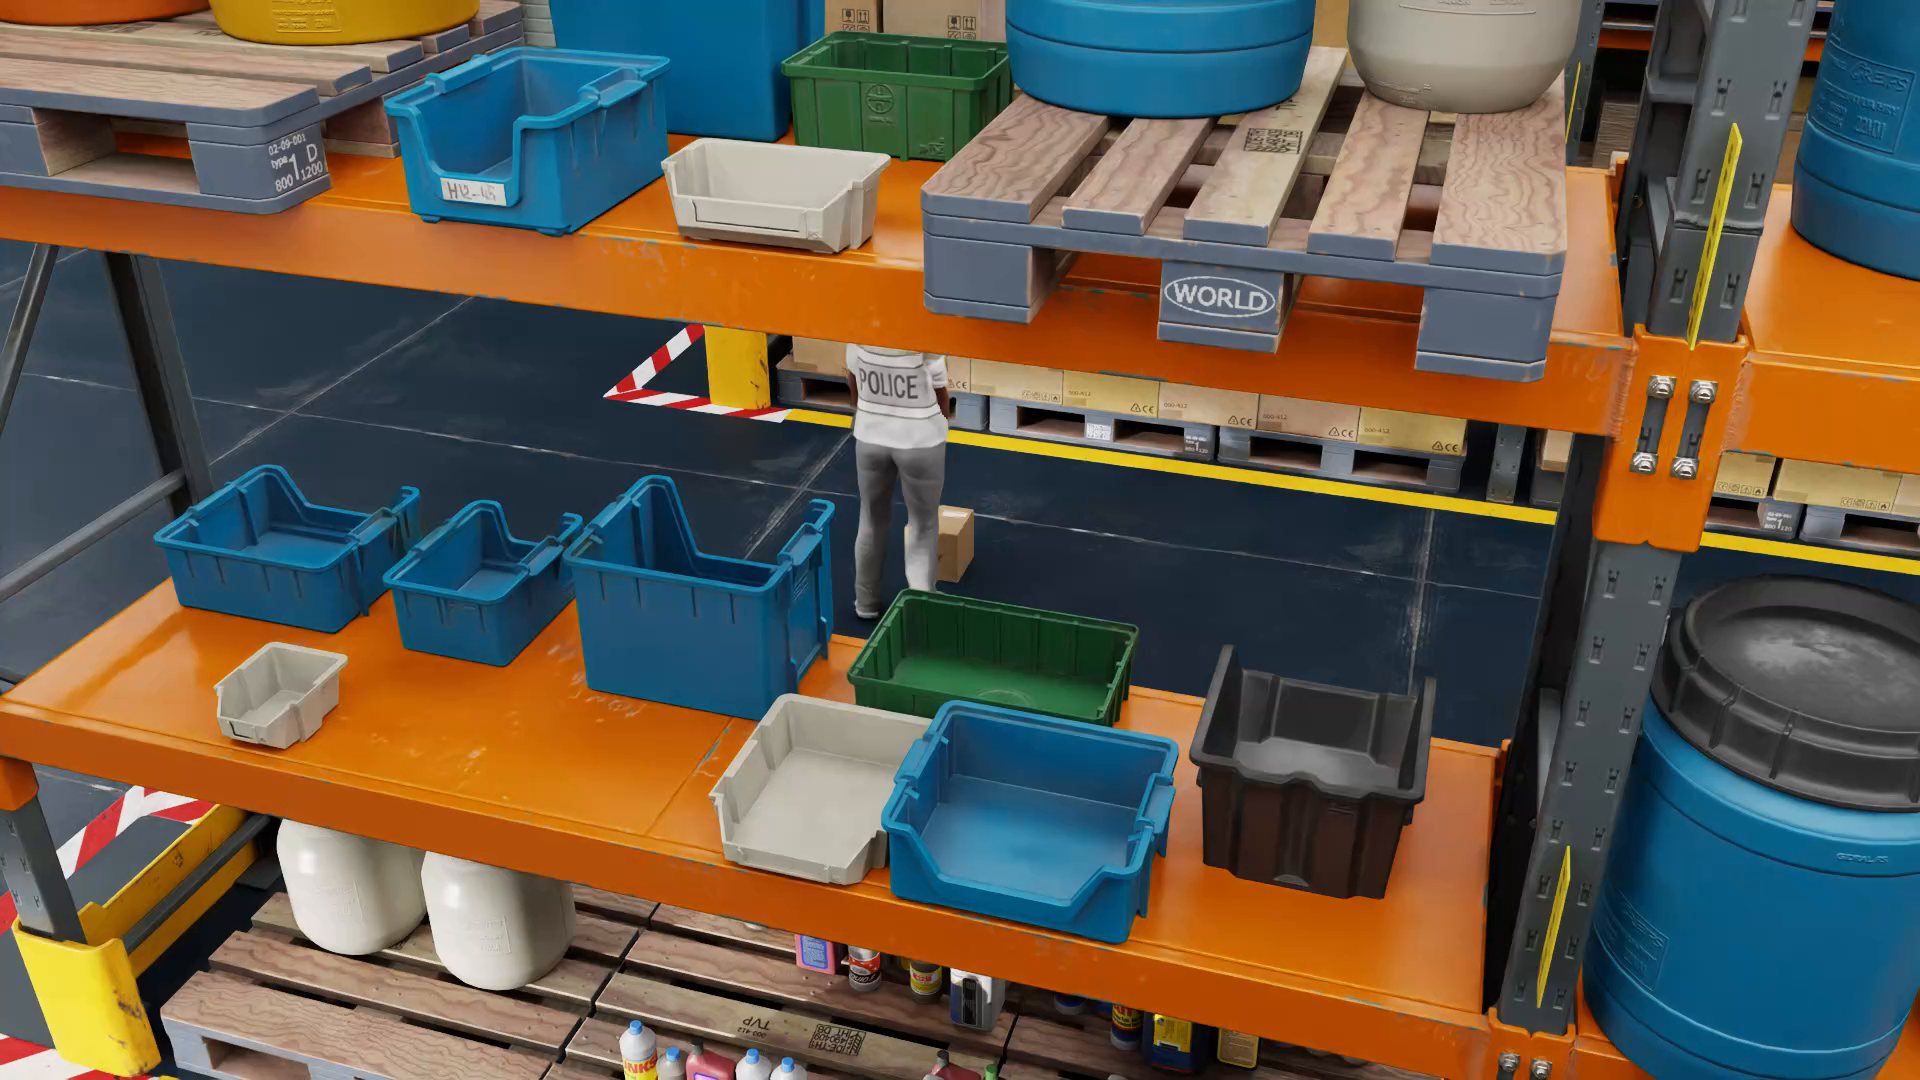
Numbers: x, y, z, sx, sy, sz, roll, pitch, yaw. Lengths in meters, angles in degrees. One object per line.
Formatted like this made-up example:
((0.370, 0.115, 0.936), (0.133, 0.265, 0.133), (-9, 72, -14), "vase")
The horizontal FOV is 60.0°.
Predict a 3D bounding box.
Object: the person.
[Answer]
((-0.259, -0.385, 6.849), (0.471, 1.713, 0.392), (10, 31, 17), "person")
